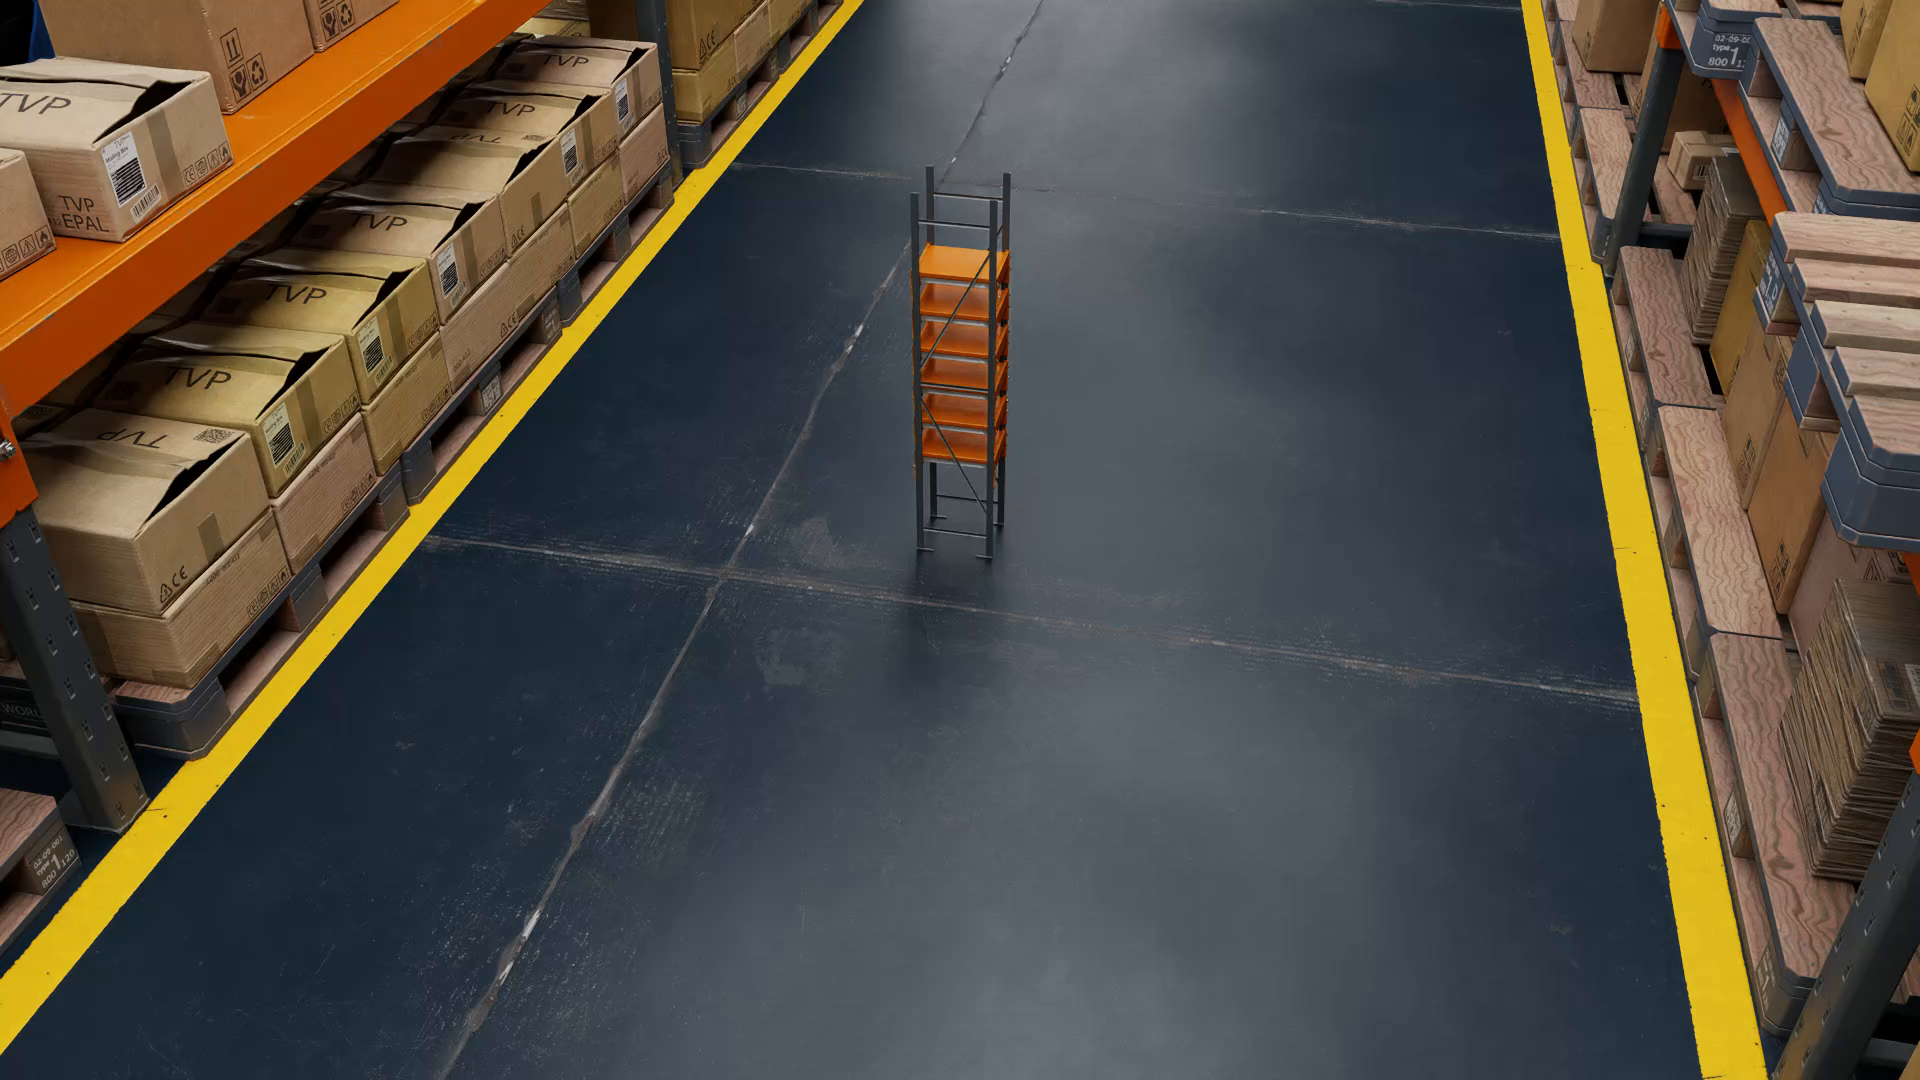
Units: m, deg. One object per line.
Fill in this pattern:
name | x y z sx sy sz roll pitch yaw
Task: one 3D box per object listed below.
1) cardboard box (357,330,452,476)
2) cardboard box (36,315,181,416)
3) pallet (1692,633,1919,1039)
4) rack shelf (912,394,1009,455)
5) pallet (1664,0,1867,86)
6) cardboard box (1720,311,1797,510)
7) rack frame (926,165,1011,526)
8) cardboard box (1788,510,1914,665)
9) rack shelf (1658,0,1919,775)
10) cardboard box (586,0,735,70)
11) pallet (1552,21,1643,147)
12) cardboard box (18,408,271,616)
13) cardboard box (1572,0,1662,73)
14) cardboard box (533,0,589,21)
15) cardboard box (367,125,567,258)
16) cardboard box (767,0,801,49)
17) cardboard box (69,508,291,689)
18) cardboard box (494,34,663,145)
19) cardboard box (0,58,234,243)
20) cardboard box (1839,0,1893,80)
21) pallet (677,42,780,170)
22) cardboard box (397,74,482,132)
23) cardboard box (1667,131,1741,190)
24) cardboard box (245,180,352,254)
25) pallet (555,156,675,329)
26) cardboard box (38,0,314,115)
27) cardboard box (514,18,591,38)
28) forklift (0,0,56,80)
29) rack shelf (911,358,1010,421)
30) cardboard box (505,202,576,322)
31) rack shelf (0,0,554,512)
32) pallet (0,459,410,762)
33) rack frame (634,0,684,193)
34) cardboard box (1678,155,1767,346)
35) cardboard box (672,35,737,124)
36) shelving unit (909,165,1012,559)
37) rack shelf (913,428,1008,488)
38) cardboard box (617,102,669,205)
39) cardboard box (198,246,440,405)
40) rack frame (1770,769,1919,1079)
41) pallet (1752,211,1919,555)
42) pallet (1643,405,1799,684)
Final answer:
cardboard box | -1.987 -0.468 5.325 0.500 0.250 0.500 6 36 9
cardboard box | -2.621 -0.475 4.856 0.500 0.311 0.500 7 36 9
pallet | 2.411 0.739 4.050 1.003 0.211 1.213 7 37 10
rack shelf | 0.003 -0.361 5.006 0.258 0.103 0.180 7 37 10
pallet | 2.792 -1.738 5.255 1.003 0.211 1.213 7 37 10
cardboard box | 2.747 -0.387 4.983 0.700 0.500 0.500 8 37 10
rack frame | 0.023 -0.547 4.982 0.240 1.200 0.006 7 37 10
cardboard box | 2.569 0.192 4.184 0.700 0.500 0.500 7 37 10
rack shelf | 2.670 -0.797 4.407 1.077 0.370 4.000 7 37 10
cardboard box | -1.338 -2.441 7.408 0.500 0.500 0.500 7 37 10
pallet | 3.465 -2.197 8.102 1.003 0.211 1.213 7 37 10
cardboard box | -2.198 -0.108 4.350 0.500 0.311 0.500 9 37 12
cardboard box | 3.389 -2.568 7.992 0.700 0.500 0.500 5 36 7
cardboard box | -1.739 -2.793 7.894 0.500 0.500 0.500 7 37 10
cardboard box | -1.763 -1.285 5.974 0.500 0.311 0.500 7 37 10
cardboard box | -1.124 -2.711 8.419 0.500 0.250 0.500 7 37 10
cardboard box | -2.198 0.119 4.515 0.500 0.250 0.500 7 37 10
cardboard box | -1.549 -1.870 6.781 0.500 0.311 0.500 7 37 10
cardboard box | -2.217 -1.013 4.168 0.500 0.311 0.500 7 37 9
cardboard box | 2.719 -1.465 4.256 0.700 0.500 0.500 12 38 16
pallet | -1.532 -2.176 8.072 1.003 0.211 1.213 7 37 10
cardboard box | -2.186 -1.646 6.472 0.500 0.311 0.500 7 37 9
cardboard box | 3.182 -1.577 6.909 0.380 0.166 0.250 3 36 4
cardboard box | -2.402 -1.051 5.651 0.500 0.311 0.500 8 37 11
pallet | -1.862 -1.298 6.861 1.003 0.211 1.213 7 37 10
cardboard box | -2.255 -1.565 4.768 0.500 0.500 0.500 5 36 7
cardboard box | -1.857 -2.204 7.720 0.500 0.250 0.500 7 37 10
forklift | -4.320 -2.272 5.887 1.130 2.935 3.031 7 36 9
rack shelf | 0.003 -0.458 4.935 0.258 0.103 0.180 7 37 10
cardboard box | -1.767 -1.054 6.133 0.500 0.250 0.500 8 37 11
rack shelf | -2.170 -1.416 5.261 1.077 0.370 4.000 7 37 10
pallet | -2.383 0.101 4.930 1.003 0.211 1.213 7 37 10
rack frame | -1.743 -2.854 6.632 1.000 3.000 0.127 7 37 10
cardboard box | 2.956 -0.977 5.797 0.700 0.500 0.500 9 37 12
cardboard box | -1.348 -2.139 7.630 0.500 0.250 0.500 7 37 10
shelving unit | 0.003 -0.494 4.909 0.258 1.200 0.189 7 37 10
rack shelf | 0.003 -0.264 5.076 0.258 0.103 0.180 7 37 10
cardboard box | -1.548 -1.637 6.937 0.500 0.250 0.500 7 37 10
cardboard box | -1.983 -0.702 5.170 0.500 0.311 0.500 6 36 9
rack frame | 2.243 0.058 2.614 1.000 3.000 0.127 7 37 10
pallet | 2.291 -0.286 3.252 1.213 0.211 1.003 7 37 10
pallet | 2.674 0.042 5.012 1.003 0.211 1.213 7 37 10
